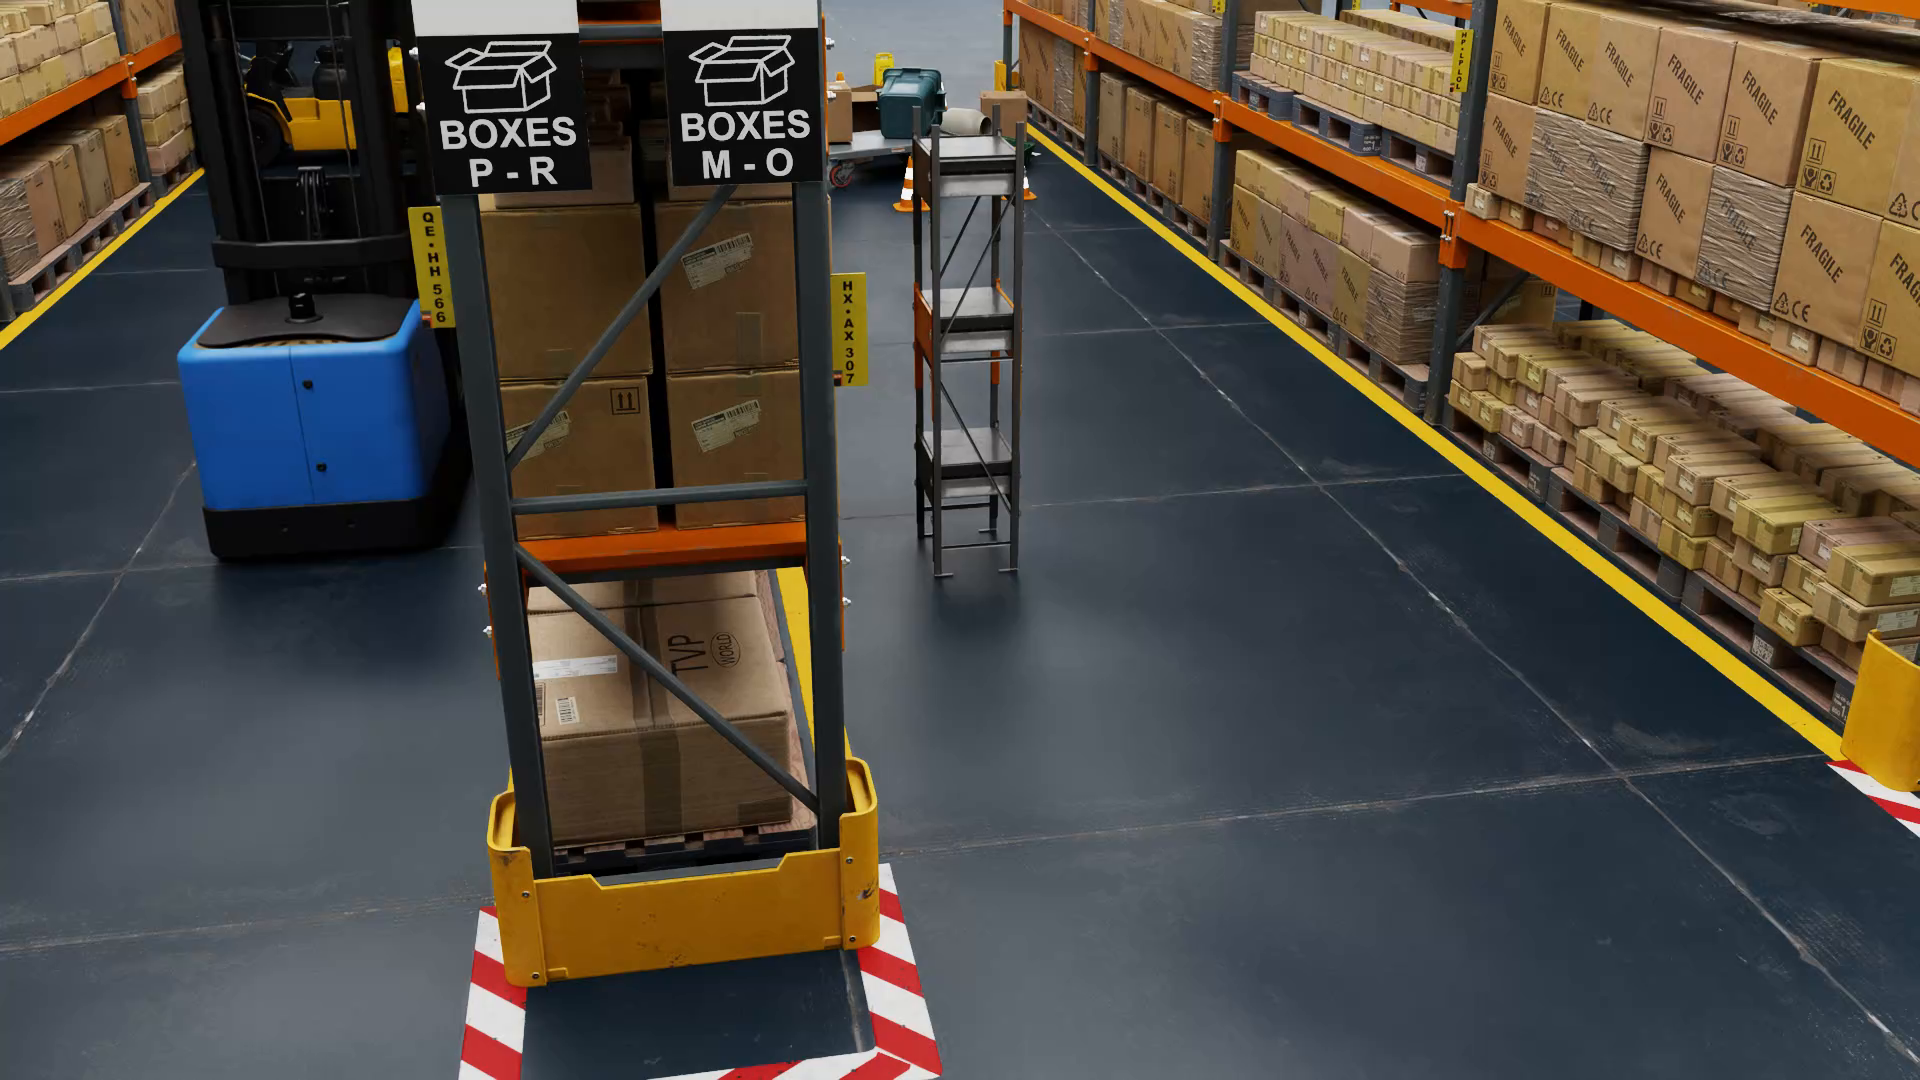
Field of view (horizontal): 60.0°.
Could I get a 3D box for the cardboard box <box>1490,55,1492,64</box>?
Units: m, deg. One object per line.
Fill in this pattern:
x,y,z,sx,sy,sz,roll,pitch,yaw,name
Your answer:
3.483,-2.943,10.288,0.380,0.149,0.250,-5,24,-10,cardboard box

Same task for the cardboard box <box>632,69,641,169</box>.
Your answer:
-1.746,-1.989,7.681,0.500,0.500,0.500,-4,24,-9,cardboard box

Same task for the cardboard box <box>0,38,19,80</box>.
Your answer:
-7.147,-3.444,11.951,0.500,0.250,0.500,-4,24,-8,cardboard box

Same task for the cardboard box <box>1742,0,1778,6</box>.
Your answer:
7.062,-4.656,14.514,0.700,0.500,0.500,-1,24,-2,cardboard box

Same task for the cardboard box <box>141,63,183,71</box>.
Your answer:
-8.011,-4.676,16.869,0.500,0.250,0.500,-5,24,-11,cardboard box

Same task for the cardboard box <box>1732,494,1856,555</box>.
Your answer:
3.480,-0.066,6.948,0.380,0.149,0.250,-5,24,-11,cardboard box

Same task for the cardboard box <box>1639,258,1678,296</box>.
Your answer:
3.367,-1.229,7.630,0.380,0.149,0.250,-3,24,-8,cardboard box

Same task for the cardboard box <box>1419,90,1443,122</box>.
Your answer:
2.932,-2.555,9.770,0.380,0.149,0.250,-4,24,-9,cardboard box

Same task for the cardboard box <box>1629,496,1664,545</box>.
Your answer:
3.378,-0.105,7.780,0.380,0.149,0.250,-4,24,-9,cardboard box

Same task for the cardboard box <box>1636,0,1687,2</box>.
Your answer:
3.602,-2.571,8.644,0.500,0.500,0.500,-5,24,-12,cardboard box

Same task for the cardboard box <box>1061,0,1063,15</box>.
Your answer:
1.582,-5.891,17.804,0.875,0.550,0.550,-4,24,-10,cardboard box

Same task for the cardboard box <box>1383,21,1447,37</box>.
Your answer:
3.197,-3.554,11.685,0.380,0.149,0.250,-4,24,-8,cardboard box

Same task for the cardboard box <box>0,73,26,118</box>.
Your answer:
-7.143,-3.216,12.054,0.500,0.250,0.500,-5,24,-11,cardboard box

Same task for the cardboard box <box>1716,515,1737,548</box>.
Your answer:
3.565,-0.049,7.280,0.380,0.149,0.250,-5,24,-10,cardboard box

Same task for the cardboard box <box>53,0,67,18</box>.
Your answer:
-7.447,-4.291,13.392,0.380,0.149,0.250,-5,24,-11,cardboard box

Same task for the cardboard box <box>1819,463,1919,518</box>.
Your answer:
4.009,-0.212,7.281,0.380,0.149,0.250,-5,24,-12,cardboard box

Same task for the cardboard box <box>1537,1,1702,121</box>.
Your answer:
3.204,-2.338,8.110,0.500,0.500,0.500,-5,24,-11,cardboard box

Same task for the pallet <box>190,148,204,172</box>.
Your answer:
-8.288,-3.987,17.114,1.003,0.211,1.213,-4,24,-10,pallet

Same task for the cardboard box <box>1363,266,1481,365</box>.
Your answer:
2.865,-1.415,10.341,0.500,0.500,0.500,-5,24,-11,cardboard box

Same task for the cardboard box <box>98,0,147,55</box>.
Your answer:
-7.779,-4.707,15.156,0.500,0.500,0.500,-5,24,-11,cardboard box

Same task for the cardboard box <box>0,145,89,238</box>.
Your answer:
-7.569,-2.766,13.278,0.875,0.625,0.625,-5,24,-12,cardboard box

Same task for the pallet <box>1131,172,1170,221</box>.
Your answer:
2.216,-3.186,15.281,1.003,0.211,1.213,-4,24,-10,pallet

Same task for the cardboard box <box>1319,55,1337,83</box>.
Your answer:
2.642,-3.171,11.181,0.380,0.149,0.250,-5,24,-10,cardboard box

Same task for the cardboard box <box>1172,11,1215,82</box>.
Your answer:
2.072,-4.069,13.693,0.500,0.500,0.500,-4,24,-10,cardboard box

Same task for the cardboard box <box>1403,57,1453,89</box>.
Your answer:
2.887,-2.797,9.952,0.380,0.149,0.250,-5,24,-11,cardboard box

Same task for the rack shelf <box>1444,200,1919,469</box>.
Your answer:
3.619,-0.980,7.644,1.077,0.370,4.000,-4,24,-10,rack shelf

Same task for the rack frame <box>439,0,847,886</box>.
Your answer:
-0.857,-0.116,4.769,1.000,3.000,0.127,-4,24,-10,rack frame

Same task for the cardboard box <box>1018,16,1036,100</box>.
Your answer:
1.221,-5.773,19.850,0.875,0.875,0.875,-4,24,-9,cardboard box

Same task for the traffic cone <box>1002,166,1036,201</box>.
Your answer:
0.534,-3.441,15.550,0.336,0.463,0.334,-4,24,-10,traffic cone

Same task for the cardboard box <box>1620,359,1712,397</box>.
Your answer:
3.682,-0.831,8.699,0.380,0.149,0.250,-4,24,-8,cardboard box

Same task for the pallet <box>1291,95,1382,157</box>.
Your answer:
2.916,-2.806,11.166,1.003,0.211,1.213,-4,24,-10,pallet

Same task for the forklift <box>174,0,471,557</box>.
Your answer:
-3.294,-1.820,8.755,1.130,2.935,3.031,-4,24,-9,forklift

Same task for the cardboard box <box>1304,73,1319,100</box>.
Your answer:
2.597,-3.133,11.466,0.380,0.149,0.250,-4,24,-8,cardboard box

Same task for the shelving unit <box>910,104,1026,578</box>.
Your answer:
0.031,-0.897,7.681,0.431,2.100,0.503,-4,24,-10,shelving unit

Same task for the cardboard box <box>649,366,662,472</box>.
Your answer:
-1.284,-0.531,5.593,0.500,0.500,0.500,-5,24,-11,cardboard box

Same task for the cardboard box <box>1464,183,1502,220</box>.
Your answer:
2.980,-1.845,9.041,0.380,0.149,0.250,-3,24,-8,cardboard box

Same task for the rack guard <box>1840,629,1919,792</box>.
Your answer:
3.975,0.593,6.267,1.175,0.500,0.348,-4,24,-10,rack guard

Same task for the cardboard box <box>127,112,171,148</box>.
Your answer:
-7.739,-3.842,15.586,0.500,0.250,0.500,-4,24,-10,cardboard box

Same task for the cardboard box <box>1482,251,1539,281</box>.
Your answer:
3.373,-1.797,10.278,0.500,0.250,0.500,-5,24,-12,cardboard box

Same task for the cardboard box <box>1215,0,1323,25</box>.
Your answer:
2.437,-4.351,13.089,0.700,0.500,0.500,-4,24,-10,cardboard box

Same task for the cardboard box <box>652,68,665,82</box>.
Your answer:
-0.992,-1.790,6.417,0.380,0.149,0.250,-4,24,-10,cardboard box

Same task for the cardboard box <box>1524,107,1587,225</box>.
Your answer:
3.192,-1.870,8.288,0.500,0.500,0.500,-4,24,-10,cardboard box

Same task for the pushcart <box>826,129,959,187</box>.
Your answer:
-0.844,-3.823,16.532,1.648,0.377,0.936,-13,27,-28,pushcart

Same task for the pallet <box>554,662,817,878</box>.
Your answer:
-1.081,0.853,6.034,1.003,0.211,1.213,-4,24,-10,pallet

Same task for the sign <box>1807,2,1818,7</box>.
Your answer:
6.872,-4.447,13.337,0.100,0.325,0.005,-4,24,-10,sign

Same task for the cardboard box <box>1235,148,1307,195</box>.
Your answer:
2.400,-2.771,12.508,0.500,0.250,0.500,-5,24,-12,cardboard box

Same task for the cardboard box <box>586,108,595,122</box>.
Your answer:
-1.321,-1.237,5.151,0.380,0.149,0.250,-5,24,-10,cardboard box

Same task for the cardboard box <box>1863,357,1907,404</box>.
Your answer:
3.642,-0.615,6.225,0.380,0.149,0.250,-4,24,-10,cardboard box

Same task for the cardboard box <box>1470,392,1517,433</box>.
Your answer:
3.050,-0.710,9.166,0.380,0.149,0.250,-4,24,-8,cardboard box

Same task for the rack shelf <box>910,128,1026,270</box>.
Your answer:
0.031,-1.526,7.406,0.431,0.518,0.480,-4,24,-10,rack shelf

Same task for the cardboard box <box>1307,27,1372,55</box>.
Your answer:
2.599,-3.410,11.356,0.380,0.149,0.250,-3,24,-7,cardboard box

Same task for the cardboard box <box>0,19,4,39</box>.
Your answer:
-7.167,-3.691,12.017,0.380,0.149,0.250,-4,24,-9,cardboard box

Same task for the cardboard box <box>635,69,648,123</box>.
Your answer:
-1.152,-1.828,7.315,0.500,0.500,0.500,-5,24,-11,cardboard box

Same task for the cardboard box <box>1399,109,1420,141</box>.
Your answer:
2.889,-2.515,10.050,0.380,0.149,0.250,-4,24,-10,cardboard box

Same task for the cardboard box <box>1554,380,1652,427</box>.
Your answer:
3.235,-0.688,8.372,0.380,0.149,0.250,-4,24,-9,cardboard box

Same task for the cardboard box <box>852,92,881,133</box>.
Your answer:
-0.821,-4.457,17.657,0.797,0.637,0.503,-4,24,-10,cardboard box

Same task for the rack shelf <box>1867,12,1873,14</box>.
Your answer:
11.161,-6.394,20.040,1.077,0.370,4.000,-4,24,-10,rack shelf

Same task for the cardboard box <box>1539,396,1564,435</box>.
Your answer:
3.265,-0.659,8.678,0.380,0.149,0.250,-6,24,-12,cardboard box
